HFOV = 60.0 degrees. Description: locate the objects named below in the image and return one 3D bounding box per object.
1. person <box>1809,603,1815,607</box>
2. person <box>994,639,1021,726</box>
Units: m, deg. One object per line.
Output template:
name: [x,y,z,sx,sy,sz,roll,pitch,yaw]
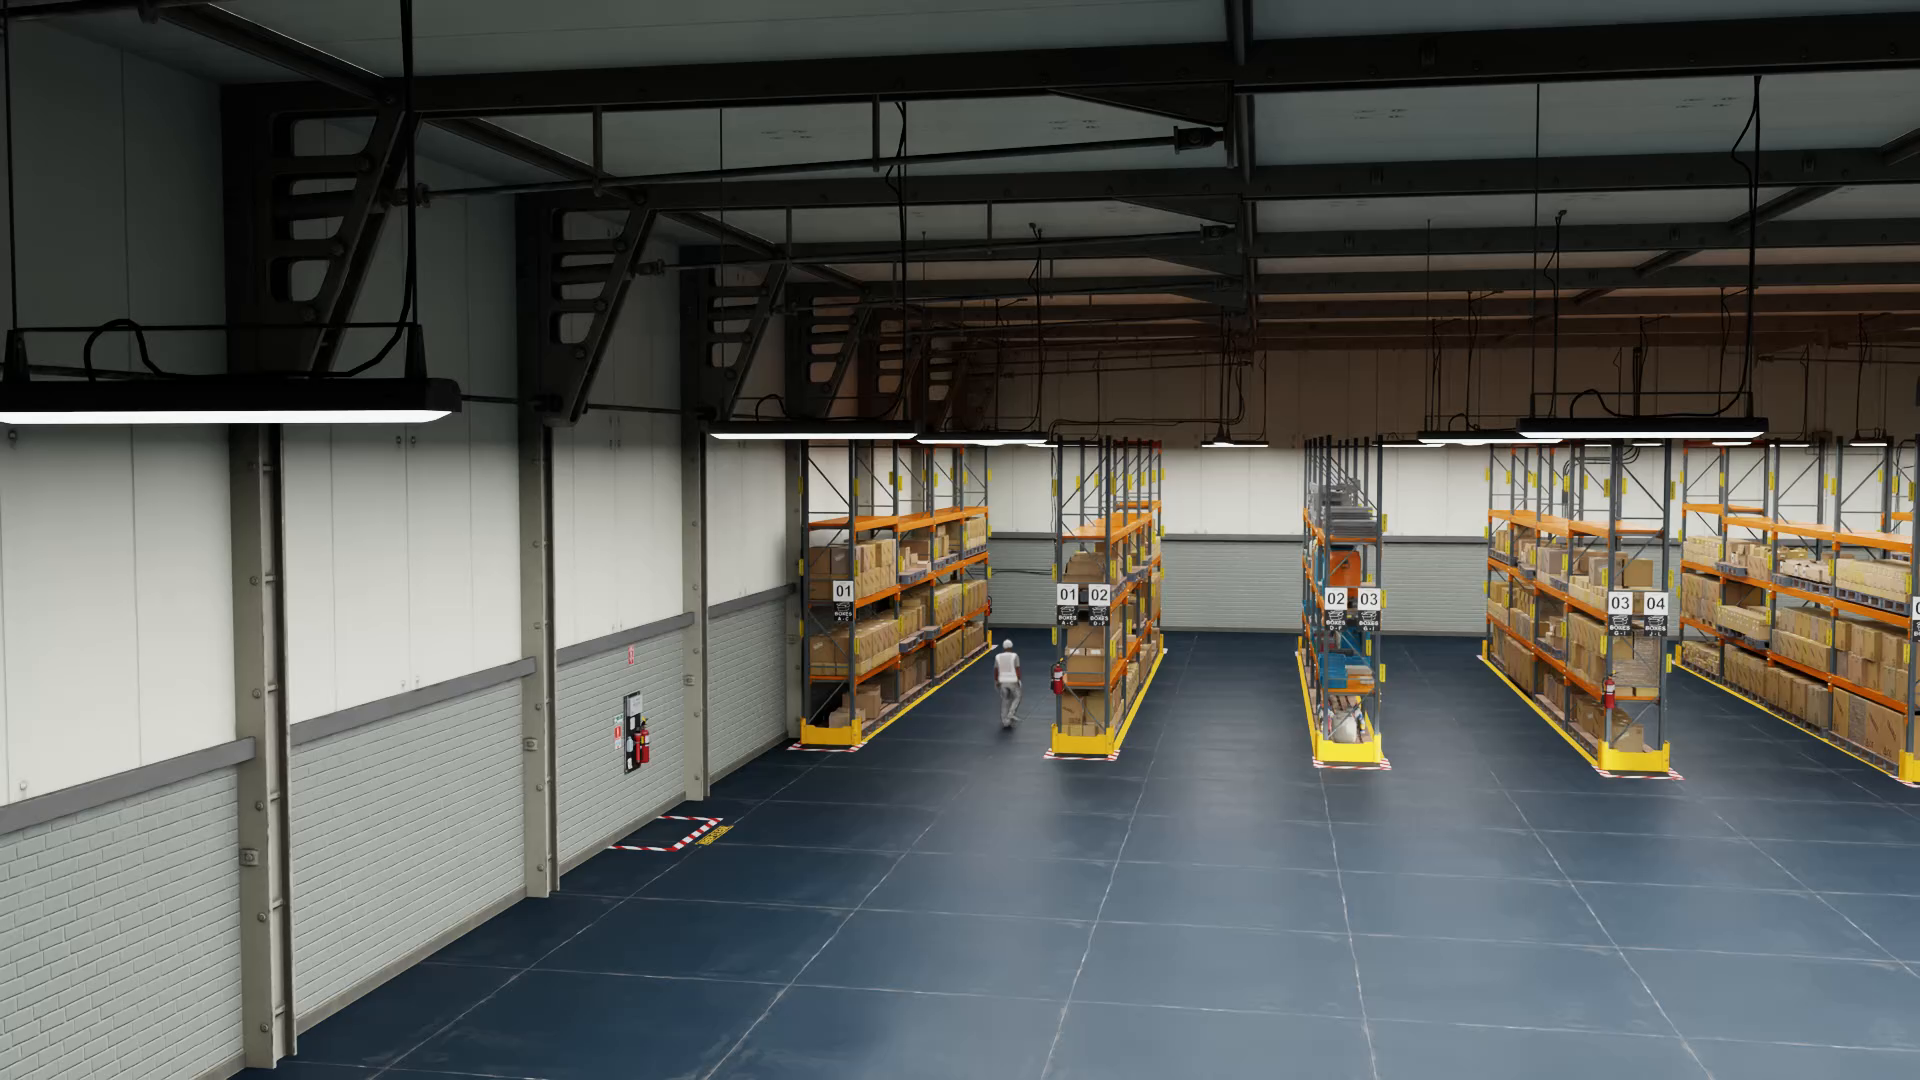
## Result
person: [22.246,2.489,43.210,0.502,1.737,1.010,-1,3,-26]
person: [0.992,2.961,34.523,0.598,1.775,0.495,1,3,20]
